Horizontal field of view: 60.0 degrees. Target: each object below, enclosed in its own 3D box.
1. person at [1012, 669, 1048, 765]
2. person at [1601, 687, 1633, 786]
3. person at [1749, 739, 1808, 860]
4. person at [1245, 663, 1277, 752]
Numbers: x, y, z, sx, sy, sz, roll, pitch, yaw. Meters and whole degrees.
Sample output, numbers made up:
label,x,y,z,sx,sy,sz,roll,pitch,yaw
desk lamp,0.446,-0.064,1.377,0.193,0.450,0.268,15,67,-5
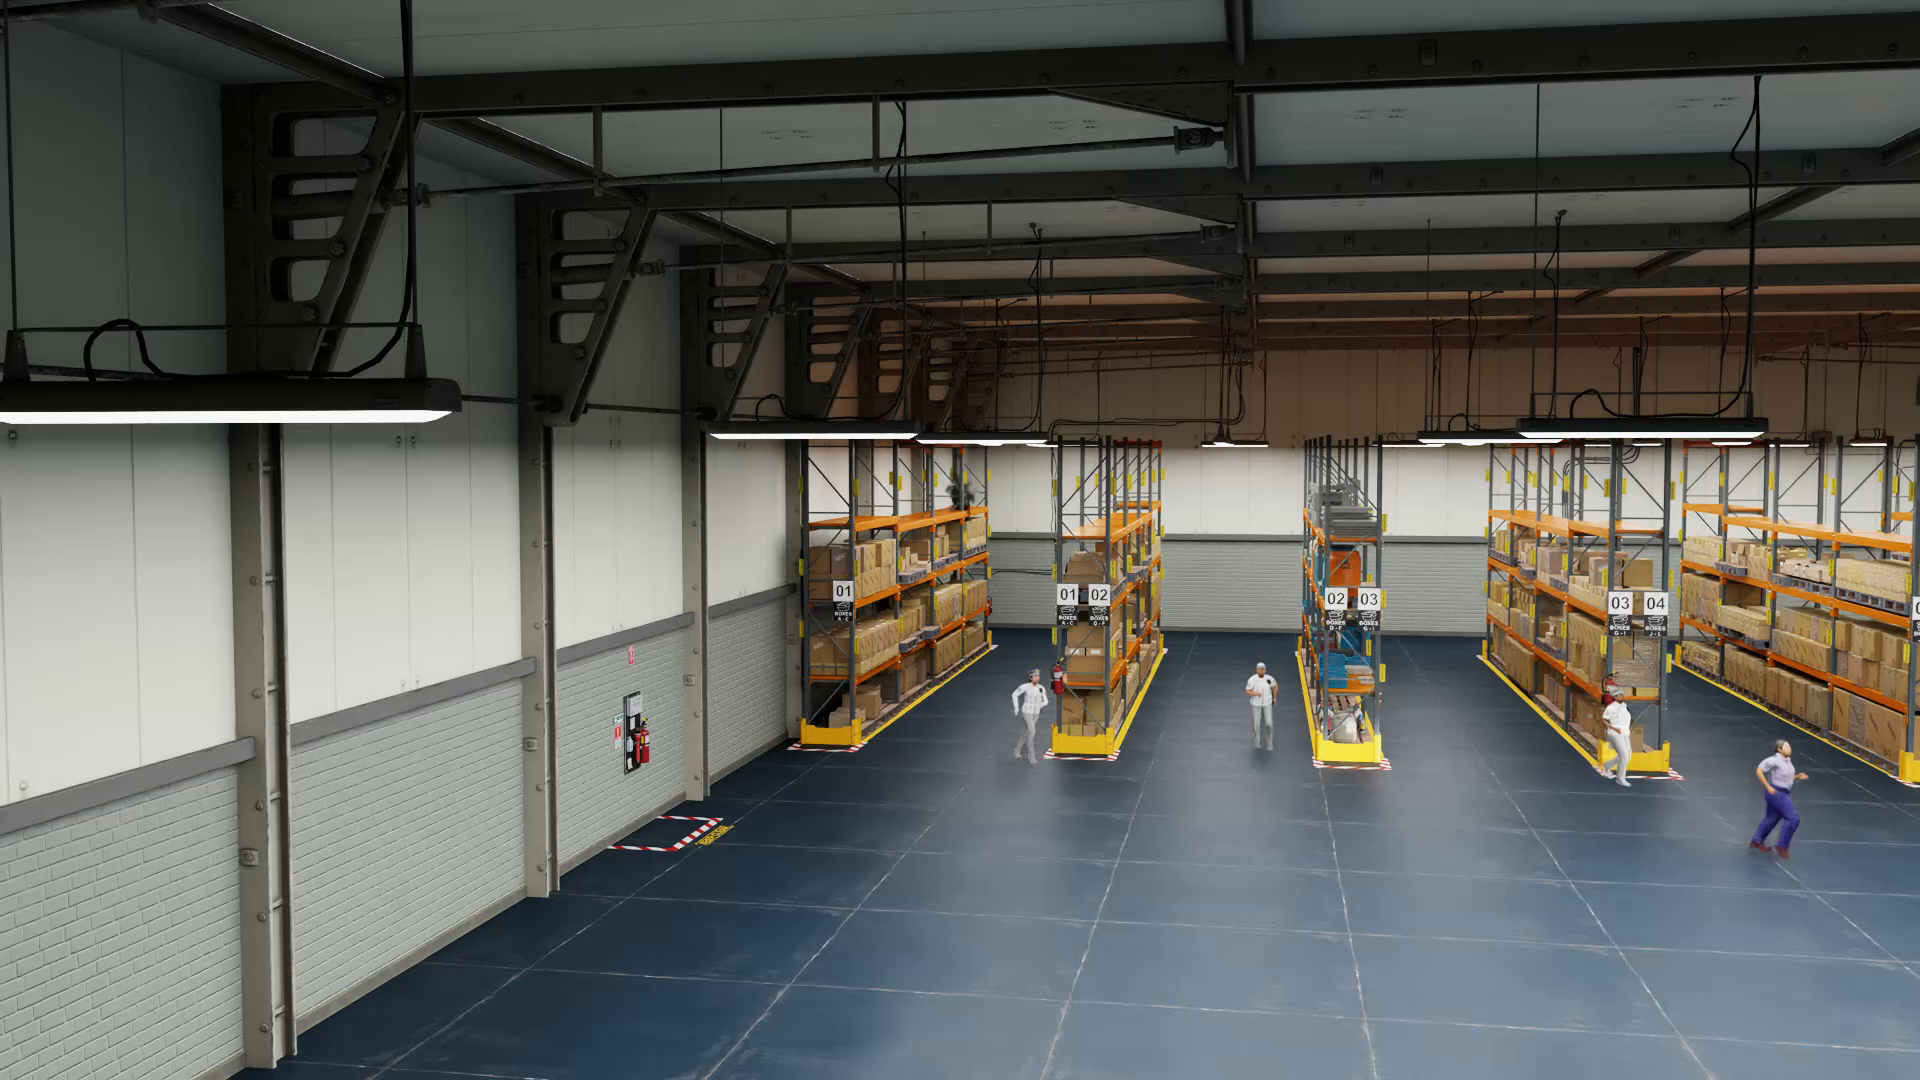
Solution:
label,x,y,z,sx,sy,sz,roll,pitch,yaw
person,1.345,3.220,30.605,0.604,1.691,0.804,-2,4,-29
person,11.305,3.367,28.618,0.603,1.694,0.604,-2,4,-35
person,11.551,3.657,23.457,0.726,1.701,0.572,2,4,36
person,5.750,3.183,31.703,0.619,1.697,0.674,0,3,6
